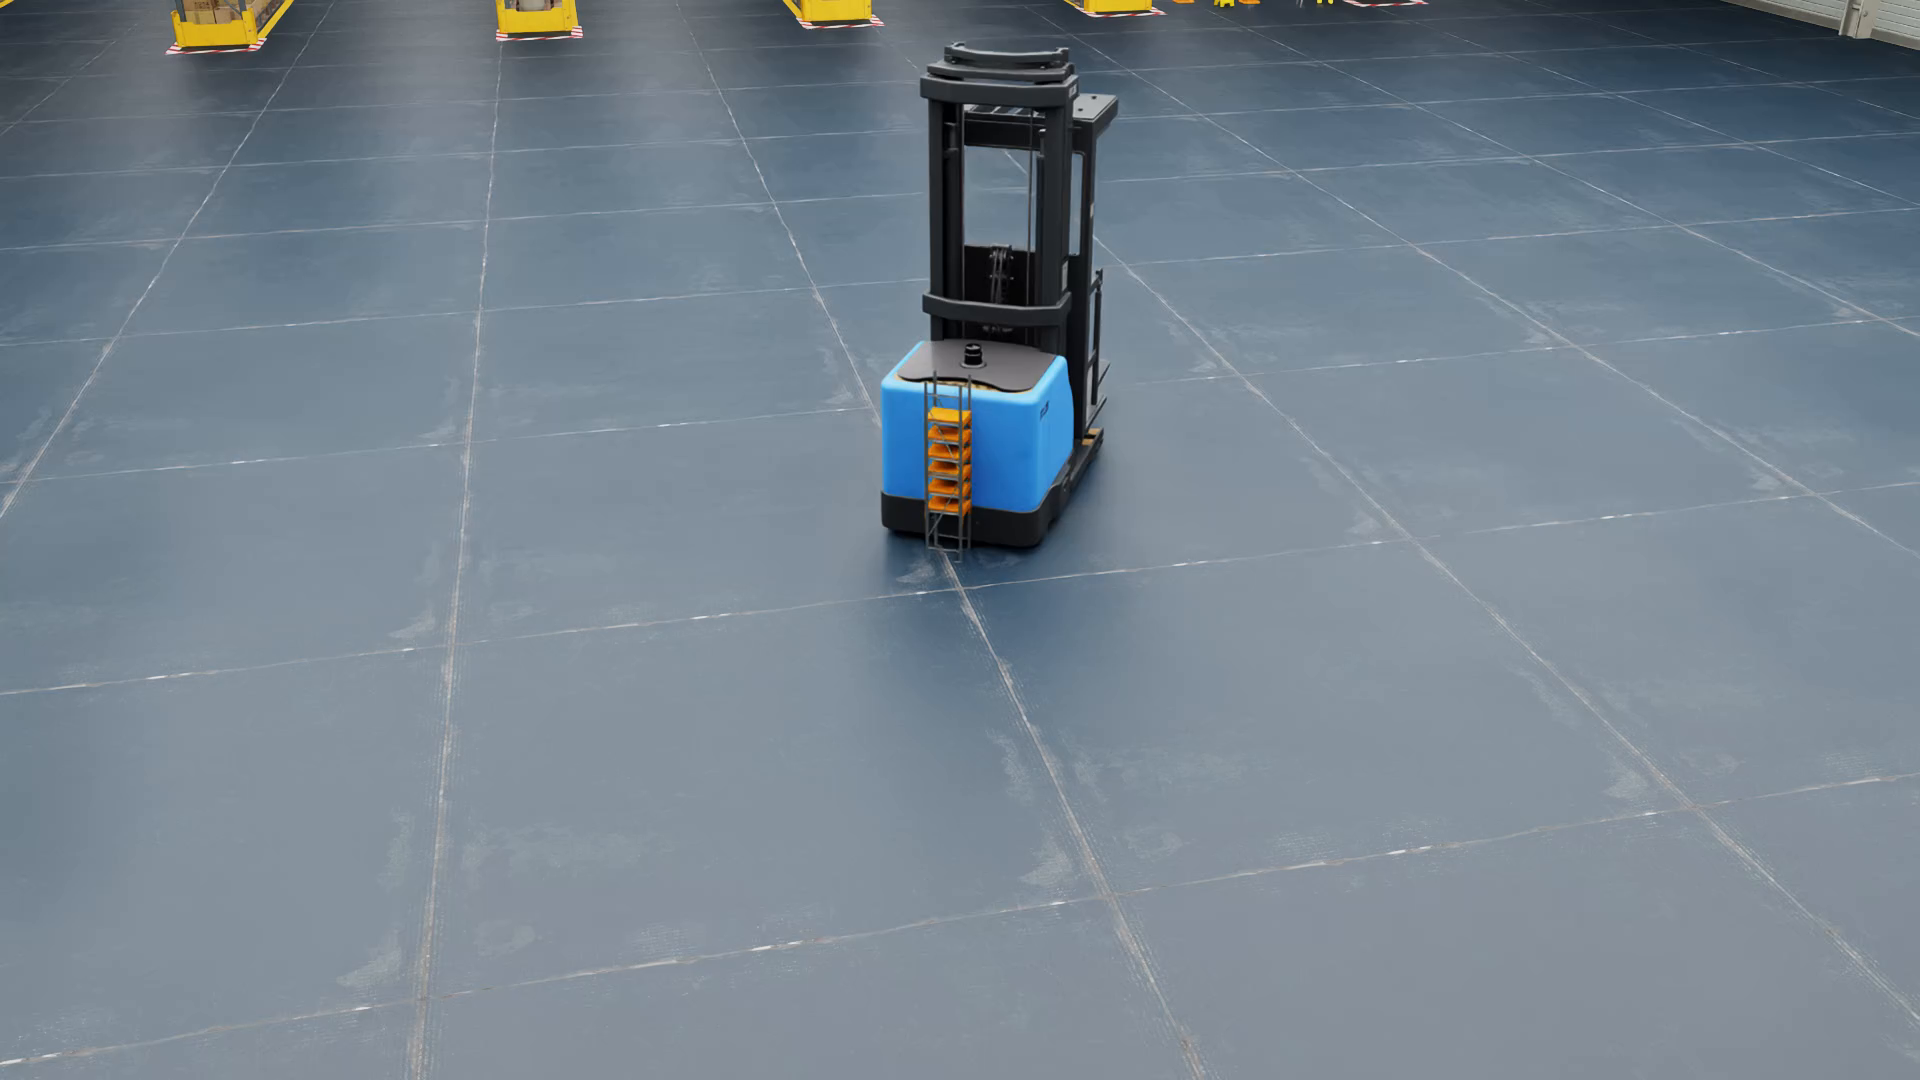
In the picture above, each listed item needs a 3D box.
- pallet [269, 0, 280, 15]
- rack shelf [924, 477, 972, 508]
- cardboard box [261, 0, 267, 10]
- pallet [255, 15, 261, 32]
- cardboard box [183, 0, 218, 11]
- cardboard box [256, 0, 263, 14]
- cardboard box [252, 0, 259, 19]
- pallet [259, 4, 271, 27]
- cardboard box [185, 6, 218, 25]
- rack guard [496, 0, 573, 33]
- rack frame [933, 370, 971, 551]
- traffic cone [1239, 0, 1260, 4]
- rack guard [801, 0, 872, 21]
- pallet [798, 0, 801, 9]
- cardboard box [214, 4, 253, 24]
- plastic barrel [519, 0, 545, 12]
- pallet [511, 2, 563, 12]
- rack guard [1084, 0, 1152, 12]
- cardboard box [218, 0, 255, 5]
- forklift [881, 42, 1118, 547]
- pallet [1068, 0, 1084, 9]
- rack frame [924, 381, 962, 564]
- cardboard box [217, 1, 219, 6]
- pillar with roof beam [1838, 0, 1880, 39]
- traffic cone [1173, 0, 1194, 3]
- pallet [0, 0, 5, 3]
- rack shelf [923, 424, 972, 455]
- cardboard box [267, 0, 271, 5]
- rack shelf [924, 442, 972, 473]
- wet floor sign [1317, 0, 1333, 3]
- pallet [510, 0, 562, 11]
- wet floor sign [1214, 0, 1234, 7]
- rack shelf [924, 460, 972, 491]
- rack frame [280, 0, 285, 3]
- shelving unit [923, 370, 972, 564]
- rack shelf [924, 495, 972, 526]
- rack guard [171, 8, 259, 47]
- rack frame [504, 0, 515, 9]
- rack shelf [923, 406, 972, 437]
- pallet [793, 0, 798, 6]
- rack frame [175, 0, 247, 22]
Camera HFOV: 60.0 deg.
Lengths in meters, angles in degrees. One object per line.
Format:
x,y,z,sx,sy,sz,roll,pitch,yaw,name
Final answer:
-12.506,-9.366,29.072,1.003,0.211,1.213,-6,27,-12,pallet
-0.074,-0.297,10.371,0.258,0.103,0.180,8,28,15,rack shelf
-11.983,-9.085,28.006,0.500,0.250,0.500,-6,27,-12,cardboard box
-11.956,-8.295,26.950,1.003,0.211,1.213,-6,27,-12,pallet
-12.154,-8.708,26.427,0.500,0.500,0.500,-6,27,-12,cardboard box
-11.875,-8.865,27.570,0.500,0.250,0.500,-6,27,-12,cardboard box
-11.763,-8.645,27.135,0.500,0.250,0.500,-6,27,-12,cardboard box
-12.227,-8.829,28.009,1.003,0.211,1.213,-6,27,-12,pallet
-12.152,-8.374,26.596,0.500,0.250,0.500,-6,27,-12,cardboard box
-6.979,-8.622,27.278,1.175,0.500,0.348,-6,27,-12,rack guard
-0.048,-0.483,10.375,0.240,1.200,0.006,8,28,15,rack frame
5.206,-9.882,29.815,0.336,0.463,0.334,-6,27,-12,traffic cone
-2.108,-9.130,28.284,1.175,0.500,0.348,-6,27,-12,rack guard
-2.256,-9.361,29.062,1.003,0.211,1.213,-6,27,-12,pallet
-11.647,-8.426,26.701,0.500,0.250,0.500,-6,27,-12,cardboard box
-7.139,-9.068,27.681,0.421,0.512,0.421,0,27,0,plastic barrel
-7.157,-8.850,28.050,1.003,0.211,1.213,-6,27,-12,pallet
2.770,-9.545,29.107,1.175,0.500,0.348,-6,27,-12,rack guard
-11.761,-8.980,26.966,0.500,0.500,0.500,-6,27,-12,cardboard box
0.409,-1.911,11.282,1.130,2.935,3.031,8,28,15,forklift
2.508,-9.770,29.872,1.003,0.211,1.213,-6,27,-12,pallet
-0.101,-0.404,10.219,0.240,1.200,0.006,8,28,15,rack frame
-12.276,-8.592,27.029,0.500,0.250,0.500,-6,27,-12,cardboard box
10.279,-11.729,24.000,9.100,9.000,0.400,-6,27,-12,pillar with roof beam
4.028,-9.917,29.884,0.336,0.463,0.334,-6,27,-12,traffic cone
-17.647,-9.556,29.449,1.003,0.211,1.213,-6,27,-12,pallet
-0.074,-0.618,10.209,0.258,0.103,0.180,8,28,15,rack shelf
-12.097,-9.304,28.440,0.500,0.250,0.500,-6,27,-12,cardboard box
-0.074,-0.511,10.263,0.258,0.103,0.180,8,28,15,rack shelf
6.565,-9.976,29.798,0.267,0.644,0.232,3,27,6,wet floor sign
-7.428,-9.385,29.110,1.003,0.211,1.213,-6,27,-12,pallet
4.700,-9.809,29.468,0.267,0.644,0.232,-11,29,-20,wet floor sign
-0.074,-0.404,10.317,0.258,0.103,0.180,8,28,15,rack shelf
-12.644,-10.964,29.144,1.000,3.000,0.127,-6,27,-12,rack frame
-0.074,-0.443,10.297,0.258,1.200,0.189,8,28,15,shelving unit
-0.074,-0.189,10.425,0.258,0.103,0.180,8,28,15,rack shelf
-11.737,-8.082,26.207,1.175,0.500,0.348,-6,27,-12,rack guard
-6.916,-9.710,26.658,1.000,3.000,0.127,-6,27,-12,rack frame
-0.074,-0.725,10.155,0.258,0.103,0.180,8,28,15,rack shelf
-2.528,-9.896,30.121,1.003,0.211,1.213,-6,27,-12,pallet
-11.743,-9.208,25.665,1.000,3.000,0.127,-6,27,-12,rack frame
